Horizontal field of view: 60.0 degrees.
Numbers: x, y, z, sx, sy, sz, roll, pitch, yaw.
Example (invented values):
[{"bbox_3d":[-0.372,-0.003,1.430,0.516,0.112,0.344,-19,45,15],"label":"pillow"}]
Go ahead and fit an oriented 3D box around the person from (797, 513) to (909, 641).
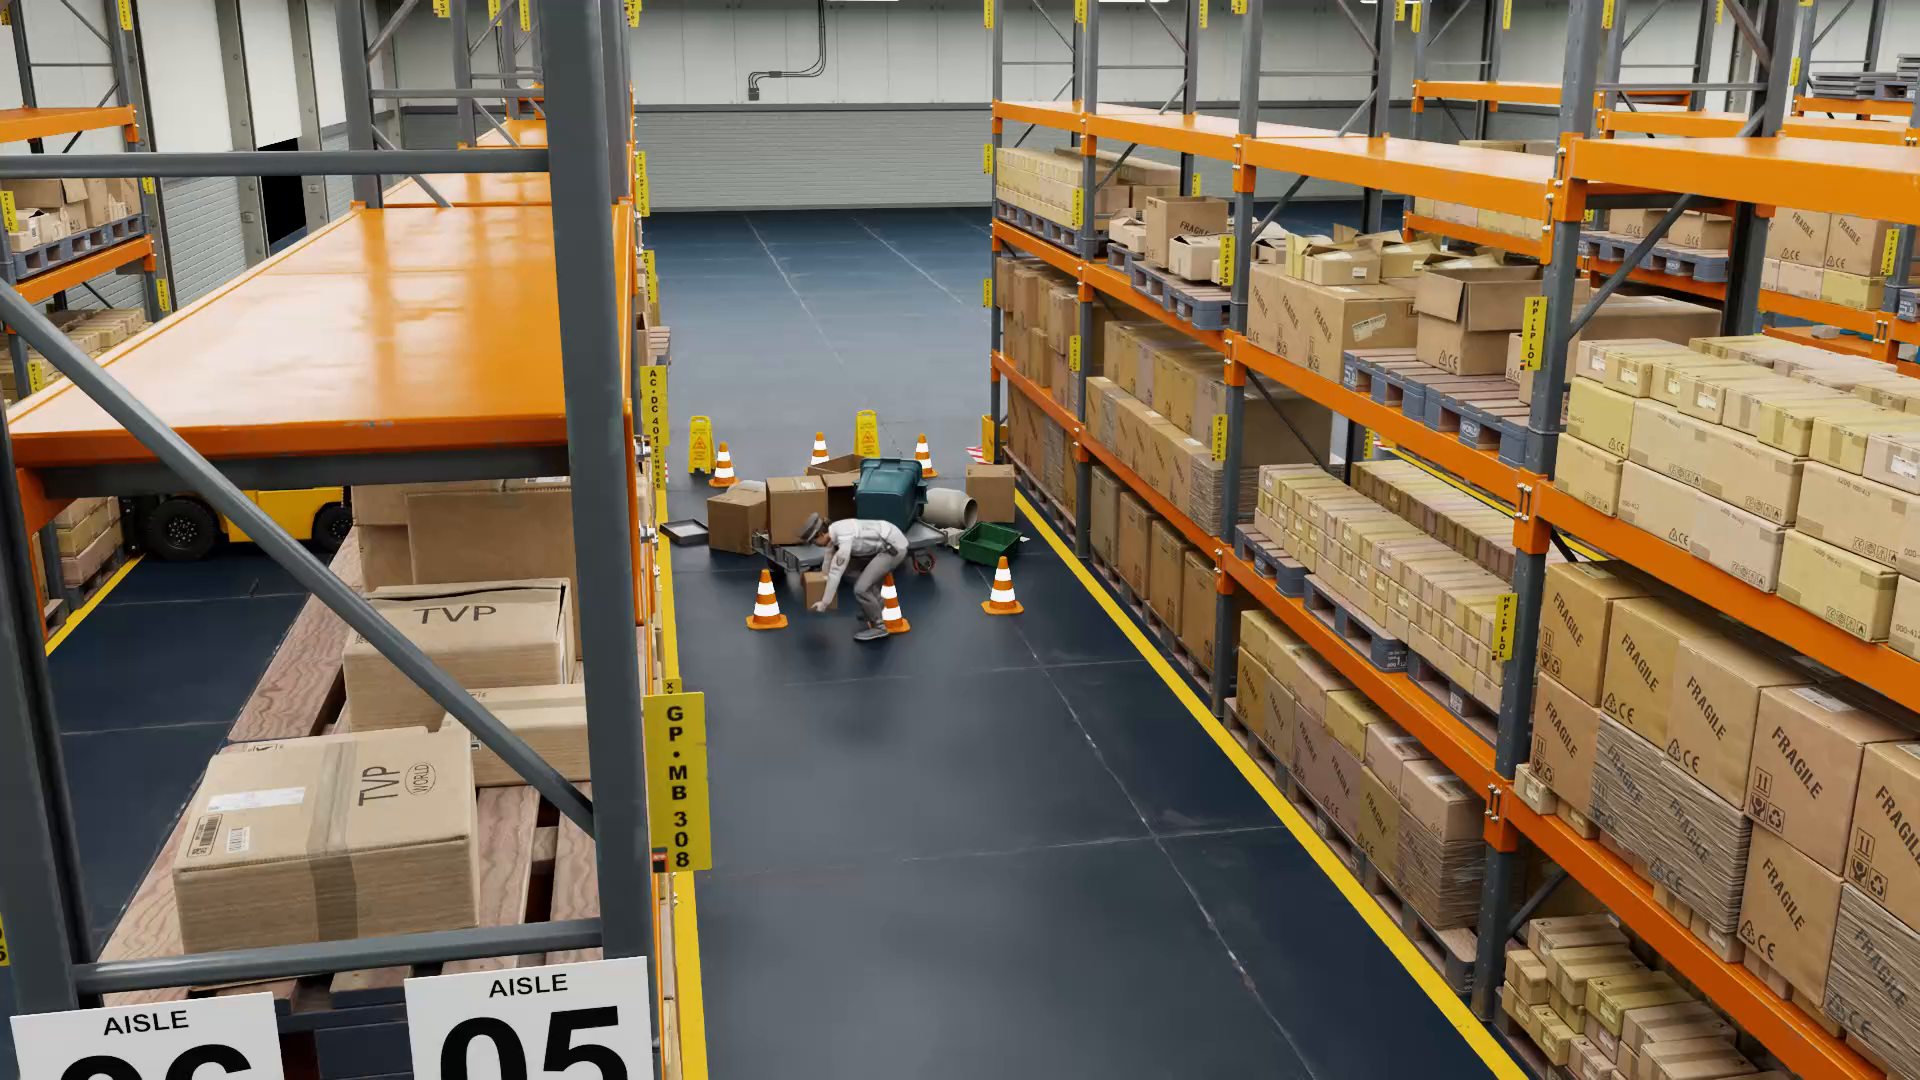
[{"bbox_3d":[-0.881,0.274,13.647,0.919,1.076,0.460,-4,17,-13],"label":"person"}]
